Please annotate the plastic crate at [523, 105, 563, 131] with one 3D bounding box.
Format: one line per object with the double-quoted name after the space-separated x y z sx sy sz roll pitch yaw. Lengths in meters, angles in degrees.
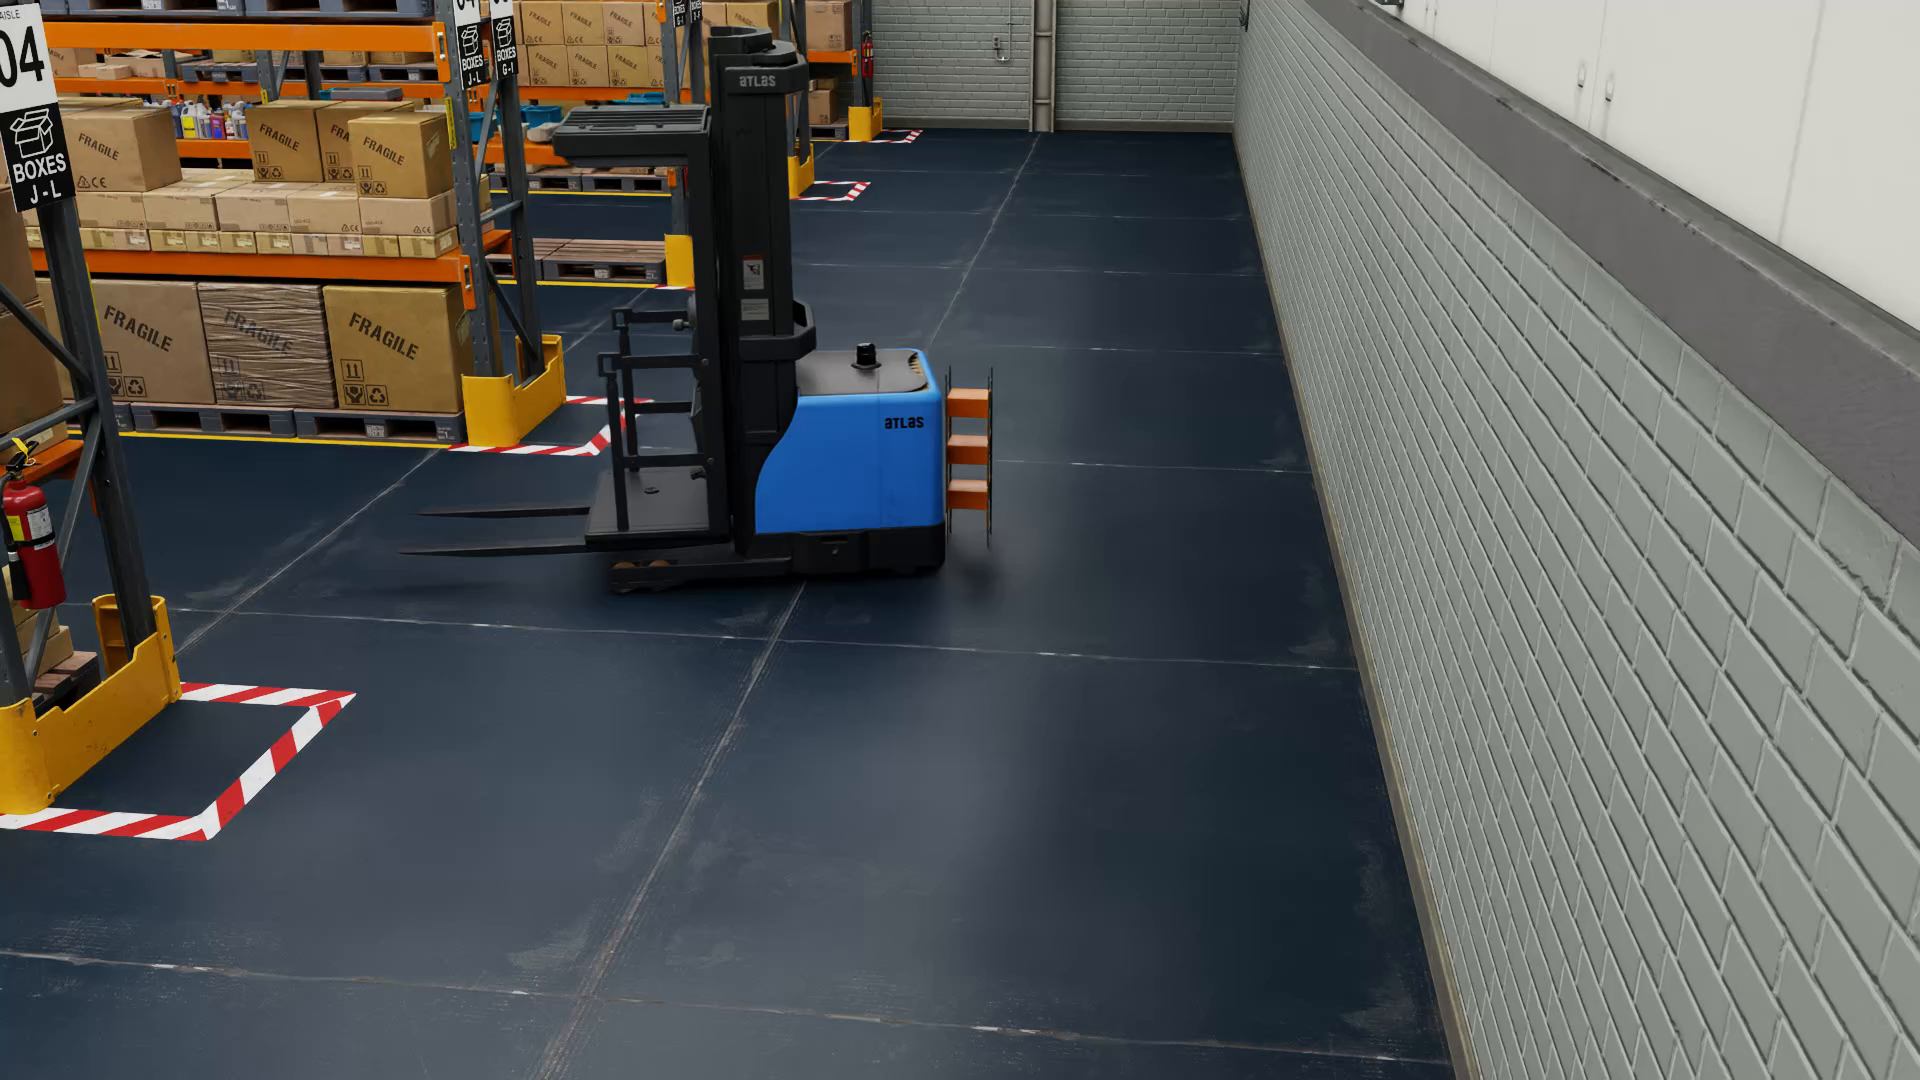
-4.163 -4.203 16.638 0.300 0.233 0.416 2 22 6 "plastic crate"

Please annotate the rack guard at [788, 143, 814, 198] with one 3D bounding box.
-2.138 -4.715 21.185 0.348 0.500 1.175 2 22 6 "rack guard"

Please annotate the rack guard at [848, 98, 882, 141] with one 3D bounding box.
-1.459 -6.519 25.749 0.348 0.500 1.175 2 22 6 "rack guard"

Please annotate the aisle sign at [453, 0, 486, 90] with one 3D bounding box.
-3.196 -3.353 10.806 0.004 0.787 0.394 2 22 6 "aisle sign"

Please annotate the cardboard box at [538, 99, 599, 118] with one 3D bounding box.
-6.116 -7.032 25.999 0.750 0.750 0.750 3 22 7 "cardboard box"

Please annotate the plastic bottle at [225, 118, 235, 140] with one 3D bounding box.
-7.169 -4.040 16.350 0.097 0.201 0.097 0 22 0 "plastic bottle"

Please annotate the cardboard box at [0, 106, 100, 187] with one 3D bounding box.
-6.270 -2.709 11.492 0.500 0.500 0.500 2 22 6 "cardboard box"

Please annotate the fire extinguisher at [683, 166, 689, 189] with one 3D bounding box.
-2.553 -3.684 15.790 0.183 0.674 0.296 2 22 6 "fire extinguisher"

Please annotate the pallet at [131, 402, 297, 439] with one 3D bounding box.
-5.243 -1.020 12.233 1.213 0.211 1.003 2 22 6 "pallet"

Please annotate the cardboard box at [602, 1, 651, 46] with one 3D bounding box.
-4.064 -6.369 20.473 0.500 0.500 0.500 3 22 8 "cardboard box"

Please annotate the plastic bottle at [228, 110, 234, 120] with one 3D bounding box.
-7.395 -4.275 16.943 0.097 0.201 0.097 0 22 0 "plastic bottle"

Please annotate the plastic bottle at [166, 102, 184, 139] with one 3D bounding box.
-7.756 -4.144 16.409 0.185 0.351 0.144 2 22 6 "plastic bottle"

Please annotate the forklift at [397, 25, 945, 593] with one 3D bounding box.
-1.639 -1.277 9.183 3.031 2.935 1.130 -3 22 -6 "forklift"

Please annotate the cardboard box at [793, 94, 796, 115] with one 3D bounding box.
-2.687 -6.731 25.714 0.500 0.500 0.700 2 22 6 "cardboard box"

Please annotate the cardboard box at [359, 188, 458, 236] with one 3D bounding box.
-3.744 -2.250 11.350 0.500 0.250 0.500 2 22 5 "cardboard box"

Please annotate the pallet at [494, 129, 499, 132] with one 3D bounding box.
-7.445 -6.617 26.389 1.213 0.211 1.003 2 22 6 "pallet"

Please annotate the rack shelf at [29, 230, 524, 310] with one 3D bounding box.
-5.218 -2.009 11.920 4.000 0.370 1.077 2 22 6 "rack shelf"

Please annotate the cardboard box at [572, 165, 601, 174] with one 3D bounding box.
-4.783 -4.803 21.264 0.250 0.166 0.380 2 22 6 "cardboard box"

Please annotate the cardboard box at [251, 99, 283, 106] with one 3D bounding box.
-8.994 -5.655 21.946 0.500 0.250 0.500 3 22 8 "cardboard box"

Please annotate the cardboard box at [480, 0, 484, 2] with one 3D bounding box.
-7.468 -8.395 25.506 0.500 0.250 0.500 2 22 5 "cardboard box"

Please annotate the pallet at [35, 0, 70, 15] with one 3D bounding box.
-6.393 -3.745 11.373 1.213 0.211 1.003 2 22 6 "pallet"

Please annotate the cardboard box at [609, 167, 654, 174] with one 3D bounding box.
-4.168 -5.011 21.332 0.637 0.503 0.797 2 22 6 "cardboard box"

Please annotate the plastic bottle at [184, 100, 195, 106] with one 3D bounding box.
-7.955 -4.380 17.108 0.135 0.276 0.152 2 22 6 "plastic bottle"

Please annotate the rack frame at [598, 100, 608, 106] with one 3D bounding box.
-5.455 -7.856 25.730 0.127 3.000 1.000 2 22 6 "rack frame"

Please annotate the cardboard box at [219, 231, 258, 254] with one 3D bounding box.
-4.896 -2.090 11.489 0.250 0.149 0.380 3 22 6 "cardboard box"

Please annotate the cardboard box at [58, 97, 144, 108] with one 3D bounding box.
-6.219 -2.902 11.980 0.500 0.500 0.500 3 22 7 "cardboard box"

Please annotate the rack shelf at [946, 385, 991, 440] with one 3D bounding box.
0.053 -0.740 9.641 0.240 0.259 0.215 2 22 6 "rack shelf"

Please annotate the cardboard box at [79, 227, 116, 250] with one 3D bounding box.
-5.911 -2.135 11.602 0.250 0.149 0.380 2 22 6 "cardboard box"

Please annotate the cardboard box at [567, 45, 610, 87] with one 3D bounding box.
-4.555 -5.928 20.719 0.500 0.500 0.500 2 22 6 "cardboard box"

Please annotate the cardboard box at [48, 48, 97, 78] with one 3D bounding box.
-11.675 -6.333 21.743 0.500 0.500 0.500 1 22 3 "cardboard box"

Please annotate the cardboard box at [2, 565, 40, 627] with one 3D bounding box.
-4.396 0.256 7.708 0.250 0.149 0.380 2 22 4 "cardboard box"

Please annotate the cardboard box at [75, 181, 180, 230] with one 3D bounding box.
-5.760 -2.339 11.576 0.500 0.250 0.500 3 22 8 "cardboard box"

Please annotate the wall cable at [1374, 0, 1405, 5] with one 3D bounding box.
1.978 -5.040 6.073 0.120 5.999 2.277 2 22 6 "wall cable"

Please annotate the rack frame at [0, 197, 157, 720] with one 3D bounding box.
-3.916 -0.451 7.000 0.127 3.000 1.000 2 22 6 "rack frame"

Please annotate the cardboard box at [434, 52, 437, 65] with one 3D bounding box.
-6.479 -6.391 21.318 0.500 0.500 0.700 -5 22 -12 "cardboard box"

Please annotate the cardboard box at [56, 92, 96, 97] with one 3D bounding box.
-14.435 -7.274 27.061 0.500 0.500 0.500 1 22 2 "cardboard box"

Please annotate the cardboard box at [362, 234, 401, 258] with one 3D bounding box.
-3.882 -2.046 11.377 0.250 0.149 0.380 3 22 7 "cardboard box"

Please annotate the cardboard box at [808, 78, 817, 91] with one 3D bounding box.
-2.339 -6.950 25.386 0.250 0.149 0.380 2 22 6 "cardboard box"

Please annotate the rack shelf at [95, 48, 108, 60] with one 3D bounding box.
-15.386 -7.954 26.957 4.000 0.370 1.077 2 22 6 "rack shelf"

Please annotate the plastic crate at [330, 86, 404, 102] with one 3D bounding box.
-5.764 -4.166 16.229 0.583 0.464 0.402 2 22 6 "plastic crate"

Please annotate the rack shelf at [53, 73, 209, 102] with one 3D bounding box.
-11.993 -5.972 21.944 4.000 0.370 1.077 2 22 6 "rack shelf"

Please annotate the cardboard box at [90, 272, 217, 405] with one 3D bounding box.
-5.664 -1.541 12.076 0.875 0.875 0.875 2 22 6 "cardboard box"

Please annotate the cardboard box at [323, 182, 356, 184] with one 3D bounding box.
-4.194 -2.465 11.895 0.500 0.250 0.500 2 22 6 "cardboard box"

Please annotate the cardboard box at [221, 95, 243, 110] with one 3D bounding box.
-11.646 -7.177 26.816 0.500 0.500 0.700 3 22 7 "cardboard box"

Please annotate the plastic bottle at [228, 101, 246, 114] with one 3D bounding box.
-7.399 -4.356 17.046 0.135 0.276 0.152 2 22 6 "plastic bottle"

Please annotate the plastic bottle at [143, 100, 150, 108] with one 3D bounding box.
-8.394 -4.407 17.183 0.097 0.271 0.097 0 22 0 "plastic bottle"

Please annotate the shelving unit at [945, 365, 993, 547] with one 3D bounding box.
0.053 -0.486 9.741 0.252 1.050 0.215 2 22 6 "shelving unit"

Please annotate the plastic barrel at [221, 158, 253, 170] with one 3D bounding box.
-7.159 -3.488 16.965 0.708 0.901 0.600 2 22 6 "plastic barrel"

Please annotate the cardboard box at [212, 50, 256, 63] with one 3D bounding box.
-9.368 -6.476 21.532 0.500 0.500 0.700 -5 22 -12 "cardboard box"

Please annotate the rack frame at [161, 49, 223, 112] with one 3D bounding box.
-10.007 -6.220 21.593 0.127 3.000 1.000 2 22 6 "rack frame"

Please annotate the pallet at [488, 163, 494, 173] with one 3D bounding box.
-6.847 -4.771 21.722 1.213 0.211 1.003 2 22 6 "pallet"

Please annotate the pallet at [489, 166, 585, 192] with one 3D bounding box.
-5.353 -4.720 21.592 1.213 0.211 1.003 2 22 6 "pallet"

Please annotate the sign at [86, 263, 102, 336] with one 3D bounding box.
-3.852 -1.051 7.342 0.005 0.325 0.100 2 22 6 "sign"
